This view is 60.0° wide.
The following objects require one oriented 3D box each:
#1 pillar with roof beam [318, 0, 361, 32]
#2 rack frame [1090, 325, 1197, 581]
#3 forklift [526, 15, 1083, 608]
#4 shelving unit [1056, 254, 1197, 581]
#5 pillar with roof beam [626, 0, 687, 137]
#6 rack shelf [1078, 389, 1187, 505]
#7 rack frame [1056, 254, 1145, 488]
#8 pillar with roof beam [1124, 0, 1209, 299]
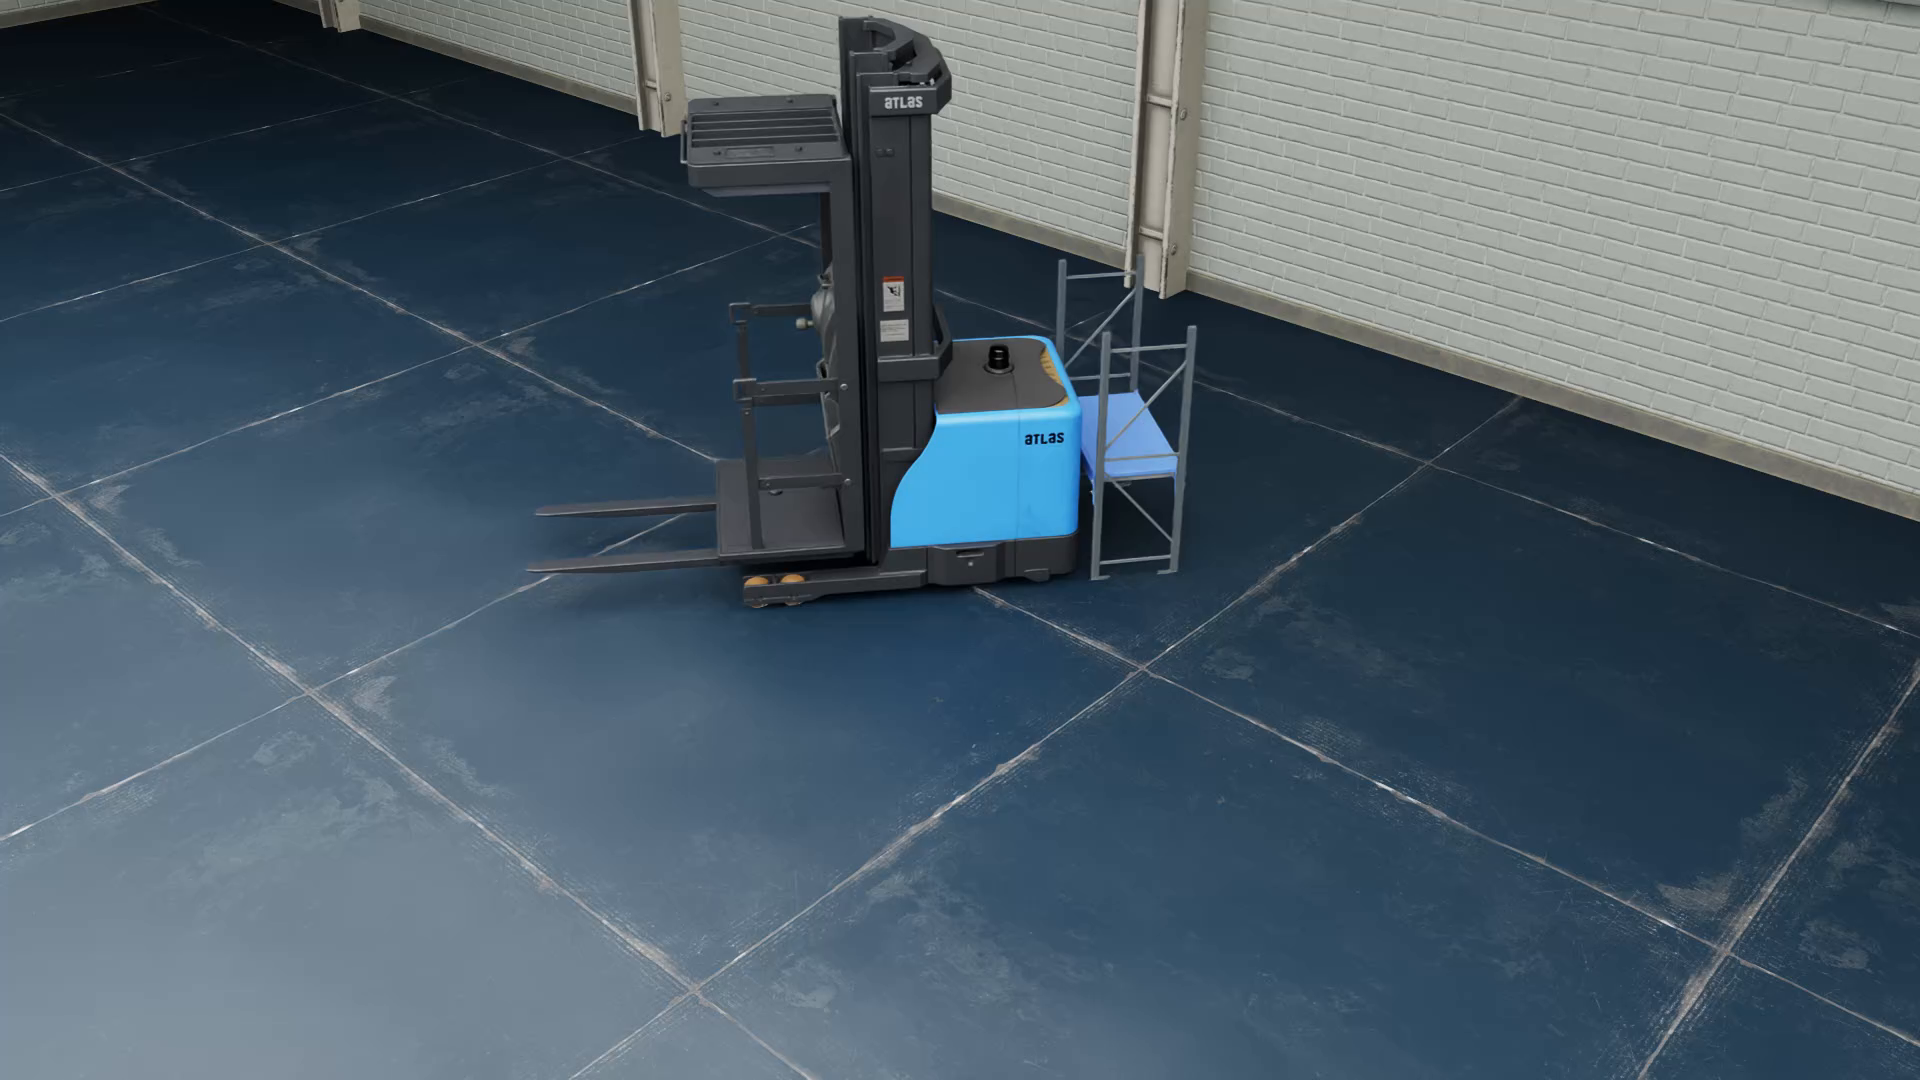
[{"bbox_3d":[-10.261,-8.336,14.817,0.400,9.000,9.100,25,39,35],"label":"pillar with roof beam"},{"bbox_3d":[0.980,-0.444,8.977,0.500,1.500,0.032,-5,31,-8],"label":"rack frame"},{"bbox_3d":[-0.893,-1.176,8.807,3.031,2.935,1.130,-4,31,-7],"label":"forklift"},{"bbox_3d":[0.893,-0.702,9.406,0.538,1.500,1.048,-5,31,-8],"label":"shelving unit"},{"bbox_3d":[-5.812,-6.260,11.368,0.400,9.000,9.100,25,39,35],"label":"pillar with roof beam"},{"bbox_3d":[0.893,-0.548,9.499,0.538,0.185,1.000,-5,31,-8],"label":"rack shelf"},{"bbox_3d":[0.807,-0.960,9.835,0.500,1.500,0.032,-5,31,-8],"label":"rack frame"},{"bbox_3d":[-1.364,-4.183,7.918,0.400,9.000,9.100,25,39,35],"label":"pillar with roof beam"}]
